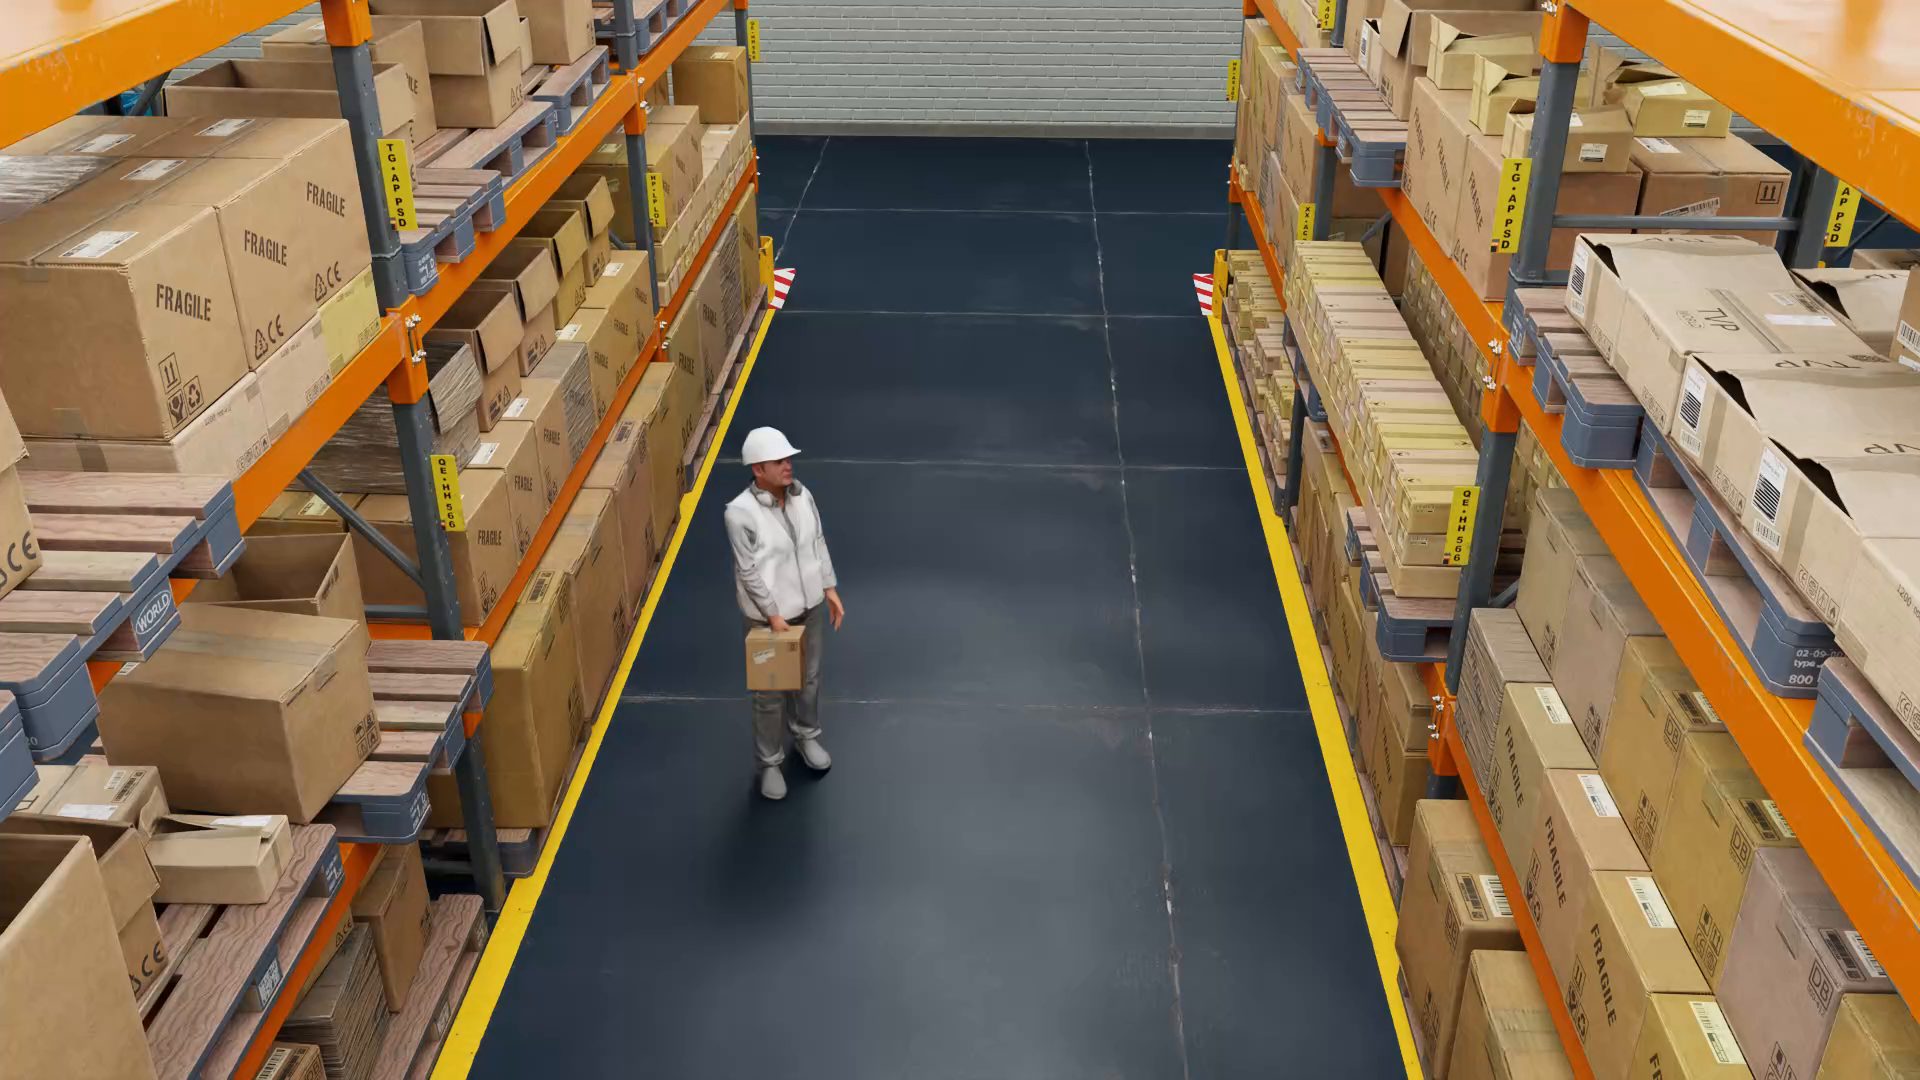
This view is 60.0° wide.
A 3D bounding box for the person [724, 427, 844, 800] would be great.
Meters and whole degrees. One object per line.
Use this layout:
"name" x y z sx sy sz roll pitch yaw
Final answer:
"person" -0.837 0.334 7.936 0.481 1.782 0.586 23 35 36
